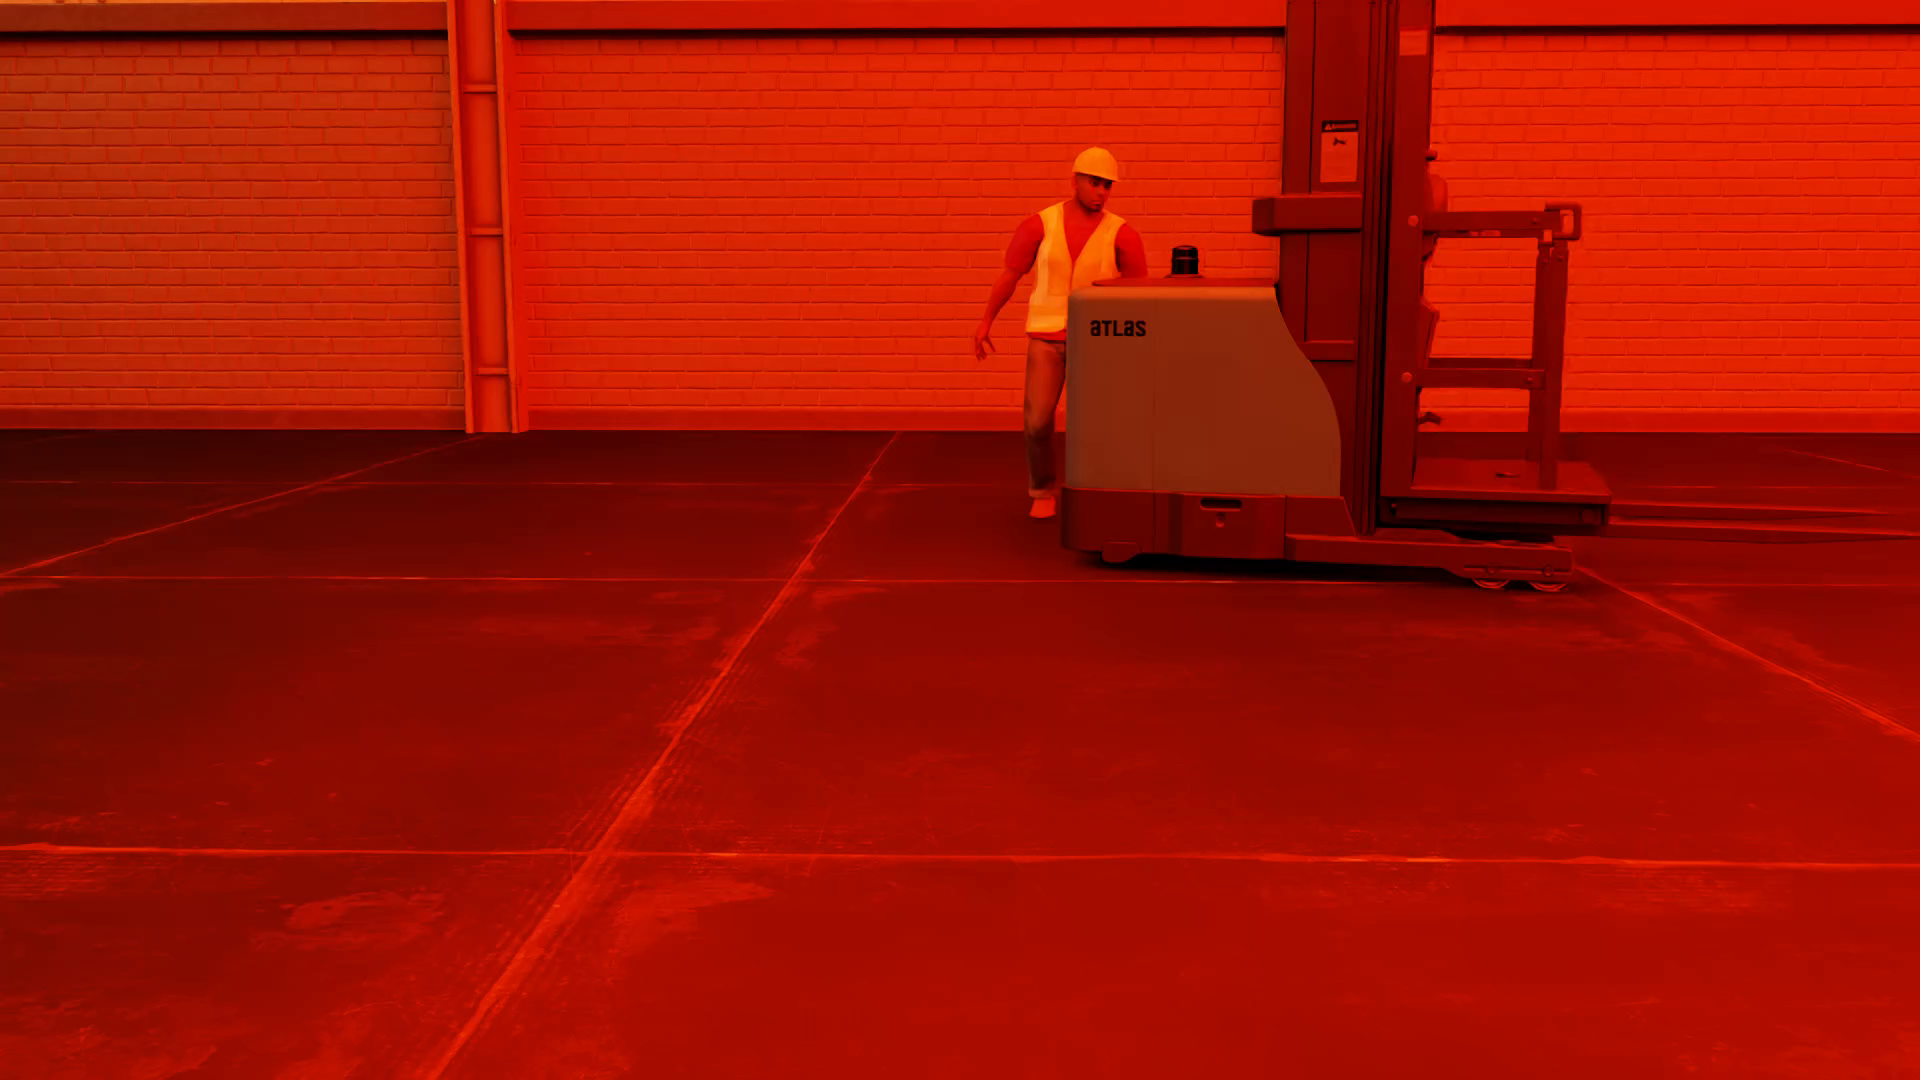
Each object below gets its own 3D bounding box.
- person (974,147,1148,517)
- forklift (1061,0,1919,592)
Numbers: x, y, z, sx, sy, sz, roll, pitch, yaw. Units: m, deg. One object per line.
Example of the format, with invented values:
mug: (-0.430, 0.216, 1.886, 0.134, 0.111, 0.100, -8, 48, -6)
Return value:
person: (0.506, -0.934, 7.738, 0.905, 1.736, 0.488, 2, 9, 10)
forklift: (1.969, -1.353, 6.281, 3.031, 2.935, 1.130, 3, 9, 16)
